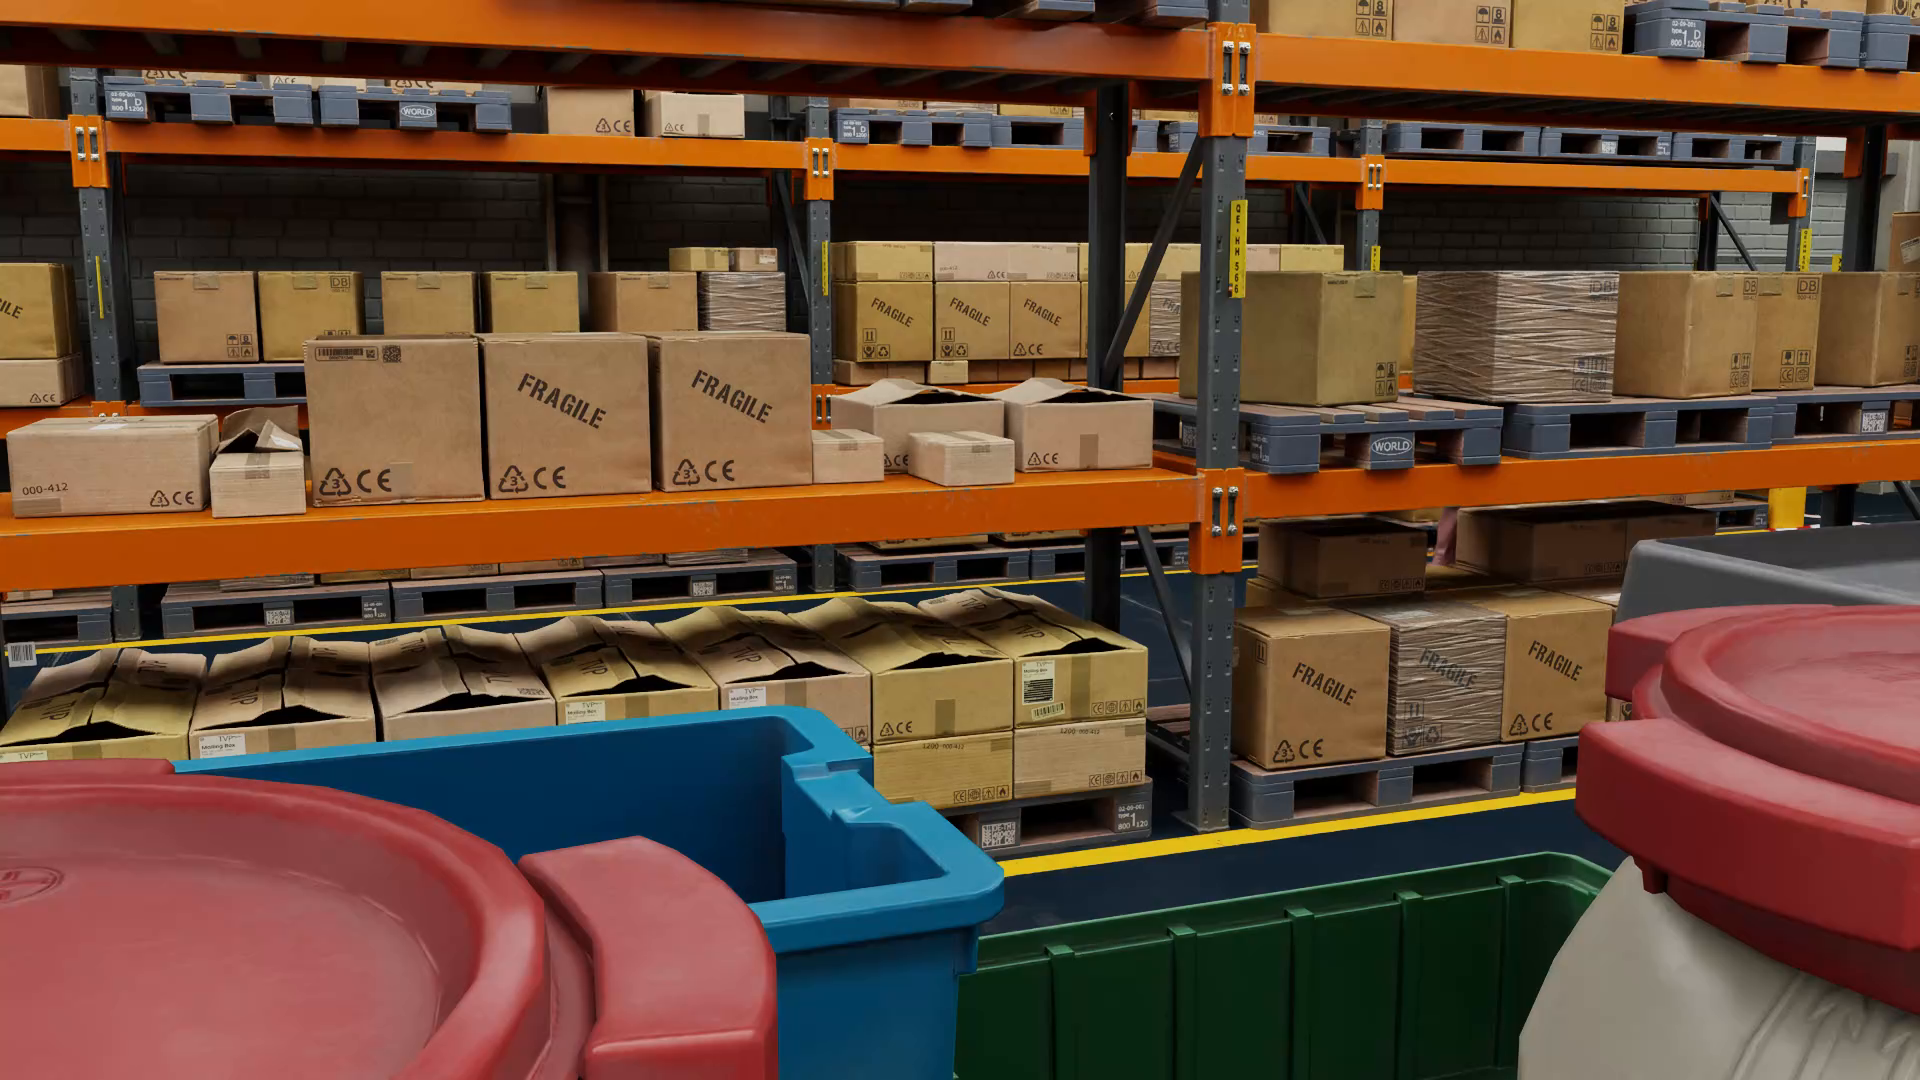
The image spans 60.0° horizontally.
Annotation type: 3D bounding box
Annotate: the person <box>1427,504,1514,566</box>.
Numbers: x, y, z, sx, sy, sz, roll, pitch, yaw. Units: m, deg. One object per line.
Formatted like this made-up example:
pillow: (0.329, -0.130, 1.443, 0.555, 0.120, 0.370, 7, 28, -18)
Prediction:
person: (2.724, -0.210, 8.712, 1.020, 1.621, 0.443, -4, 10, -24)
